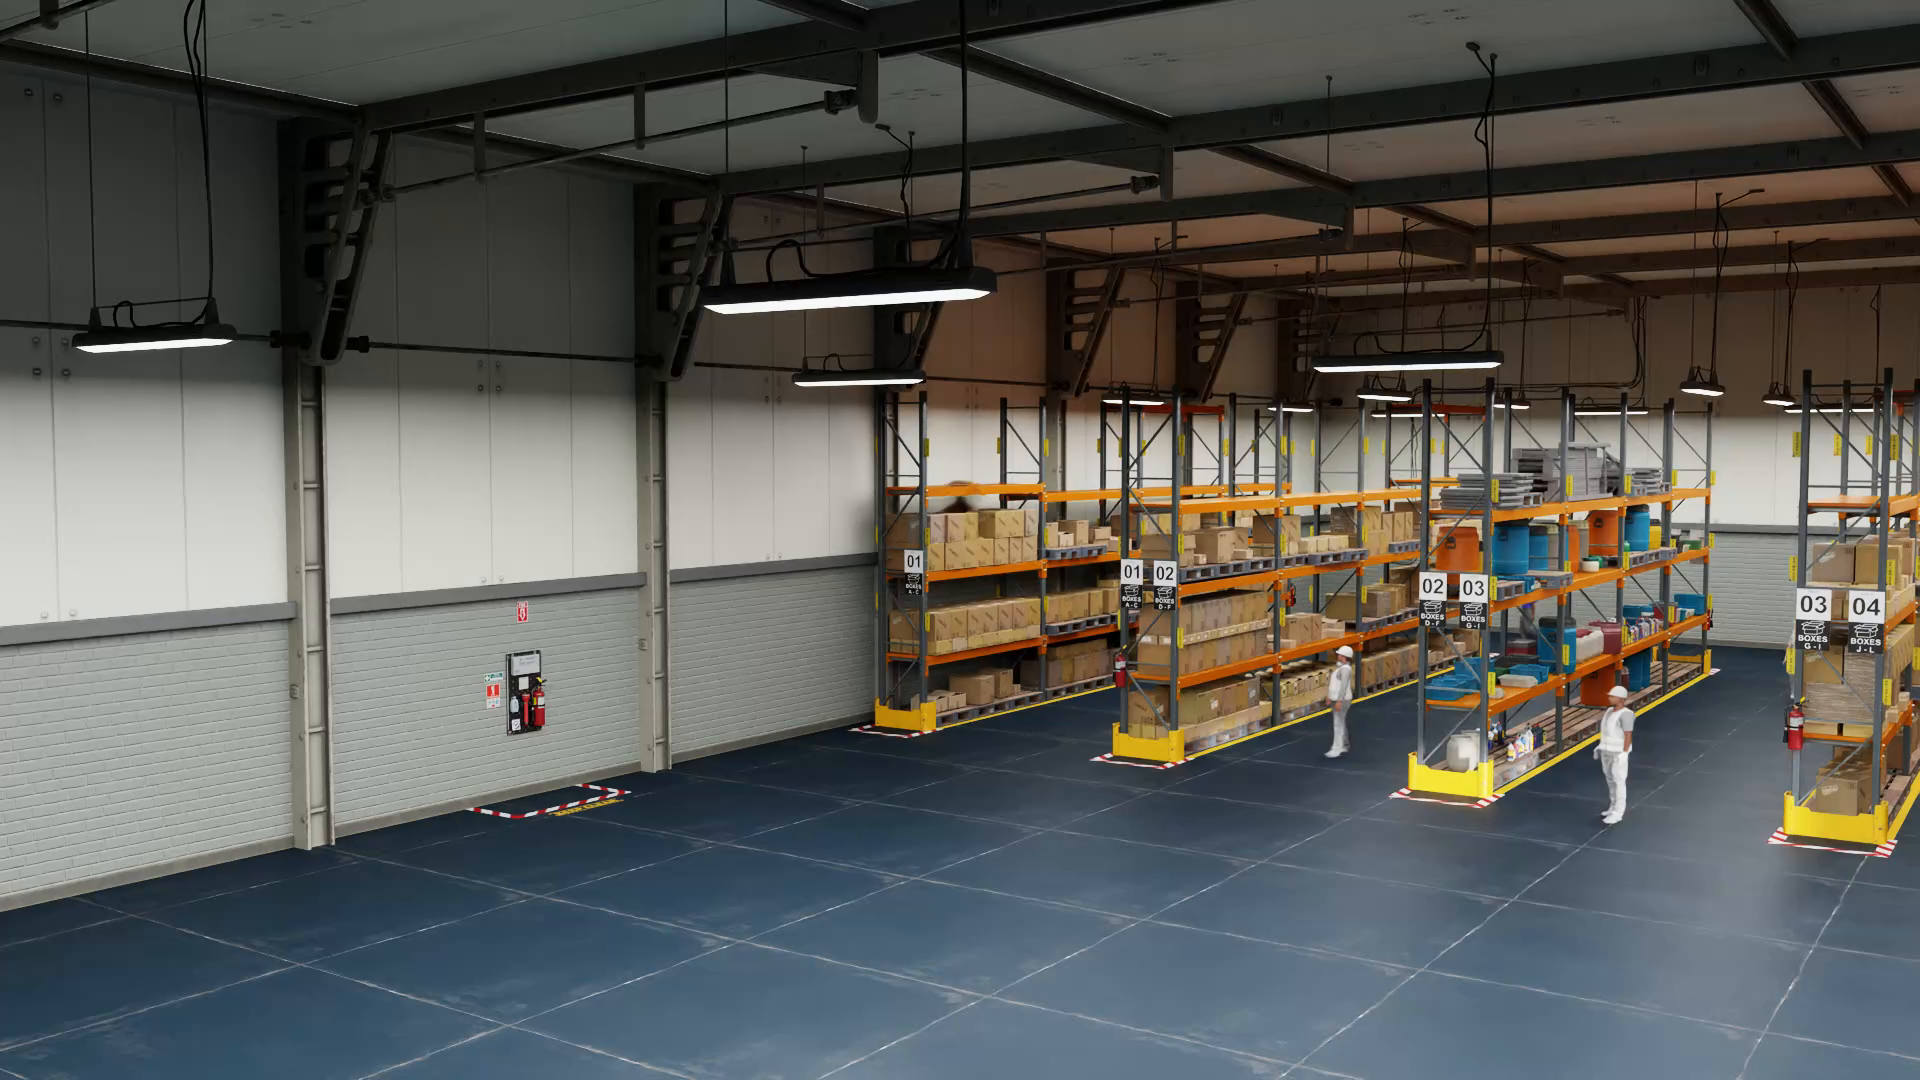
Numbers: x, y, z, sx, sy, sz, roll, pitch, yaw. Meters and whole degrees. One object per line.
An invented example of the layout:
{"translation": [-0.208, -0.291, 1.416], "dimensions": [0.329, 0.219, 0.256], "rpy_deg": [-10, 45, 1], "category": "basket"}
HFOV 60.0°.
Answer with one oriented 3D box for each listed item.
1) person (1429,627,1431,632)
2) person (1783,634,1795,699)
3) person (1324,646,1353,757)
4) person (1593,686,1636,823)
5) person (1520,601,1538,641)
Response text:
{"translation": [11.715, 2.000, 41.705], "dimensions": [0.471, 1.411, 0.443], "rpy_deg": [1, 3, 9], "category": "person"}
{"translation": [16.395, 2.385, 32.509], "dimensions": [0.529, 1.625, 0.978], "rpy_deg": [2, 4, 29], "category": "person"}
{"translation": [6.146, 2.618, 27.104], "dimensions": [0.562, 1.785, 0.555], "rpy_deg": [-1, 3, -10], "category": "person"}
{"translation": [8.789, 2.870, 22.383], "dimensions": [0.534, 1.807, 0.574], "rpy_deg": [-2, 4, -26], "category": "person"}
{"translation": [14.234, 1.856, 41.617], "dimensions": [0.555, 1.641, 0.451], "rpy_deg": [0, 3, -7], "category": "person"}
